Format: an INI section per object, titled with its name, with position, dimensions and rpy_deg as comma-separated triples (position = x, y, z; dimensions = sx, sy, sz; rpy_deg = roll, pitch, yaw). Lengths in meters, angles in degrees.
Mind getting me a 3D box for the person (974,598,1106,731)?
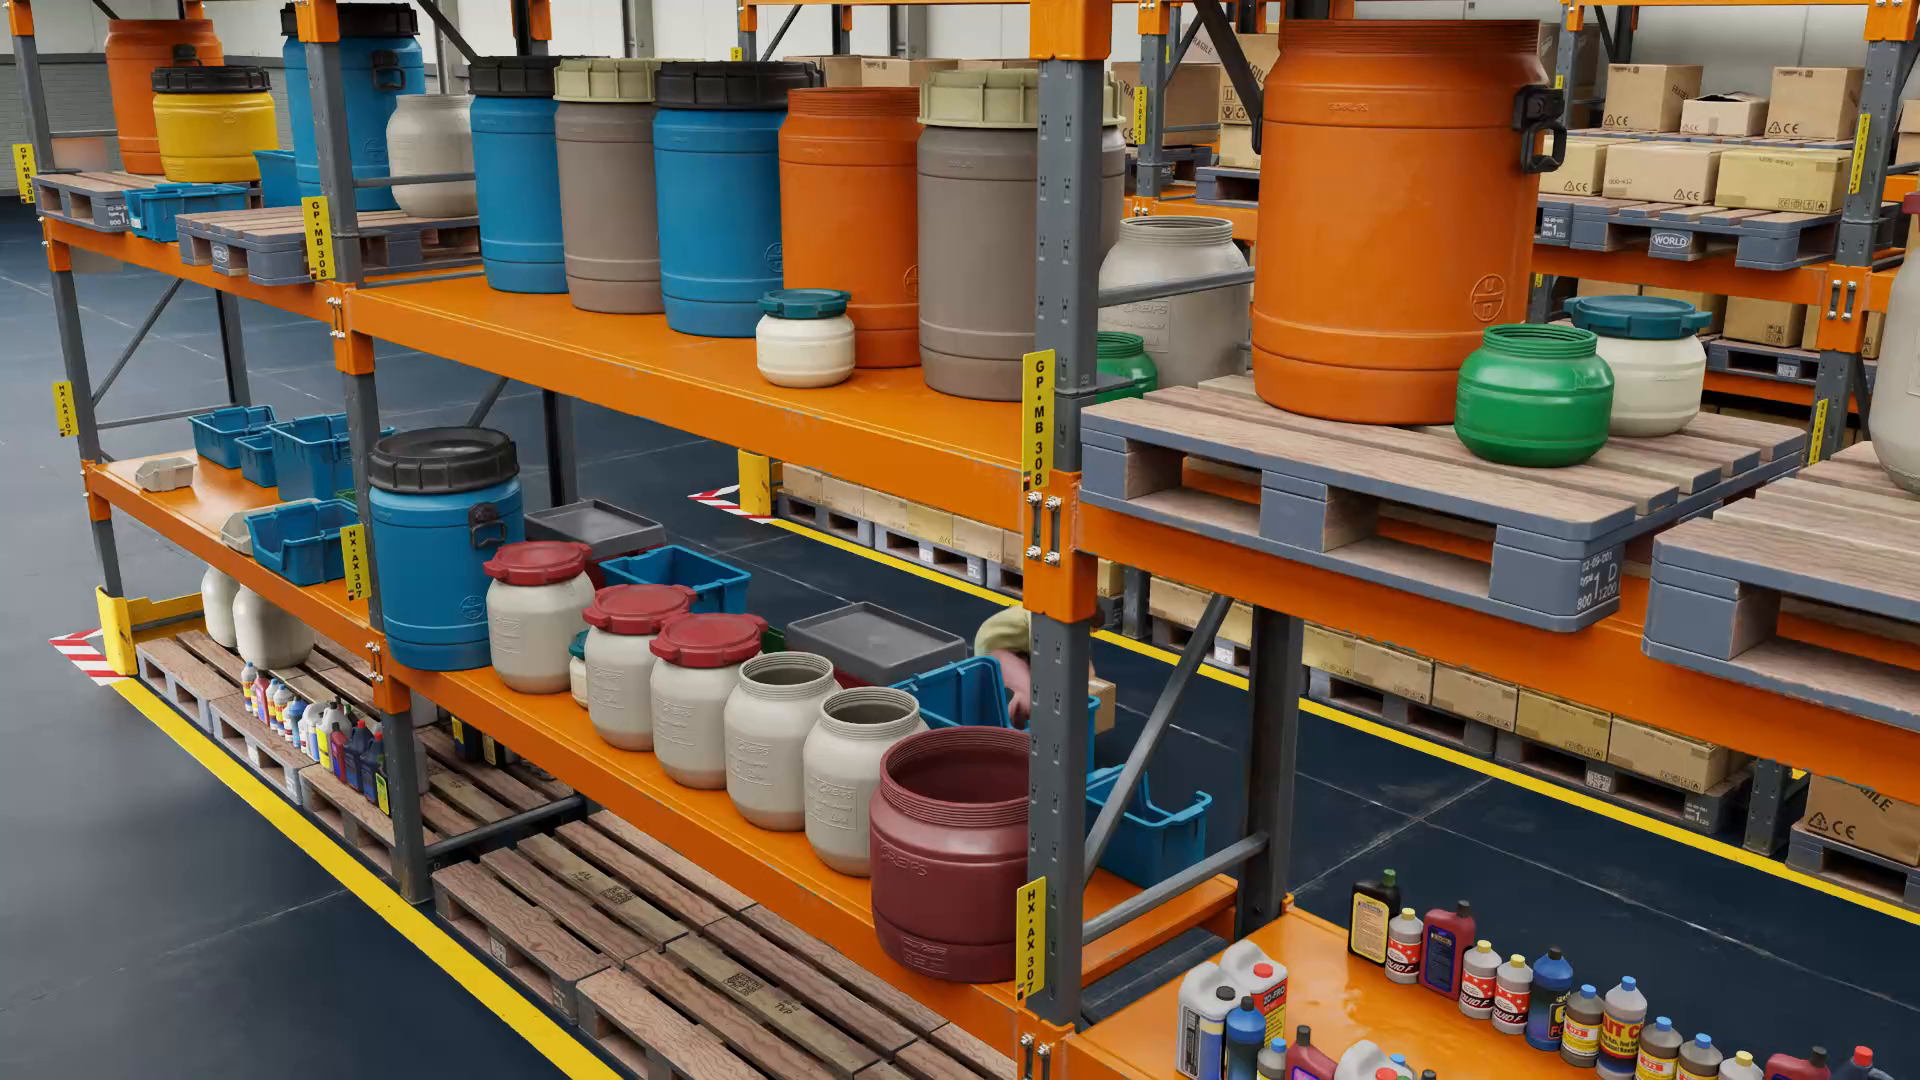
[person]
position = 0.447, 0.685, 9.115
dimensions = 0.452, 0.934, 0.817
rpy_deg = -17, 24, -42
